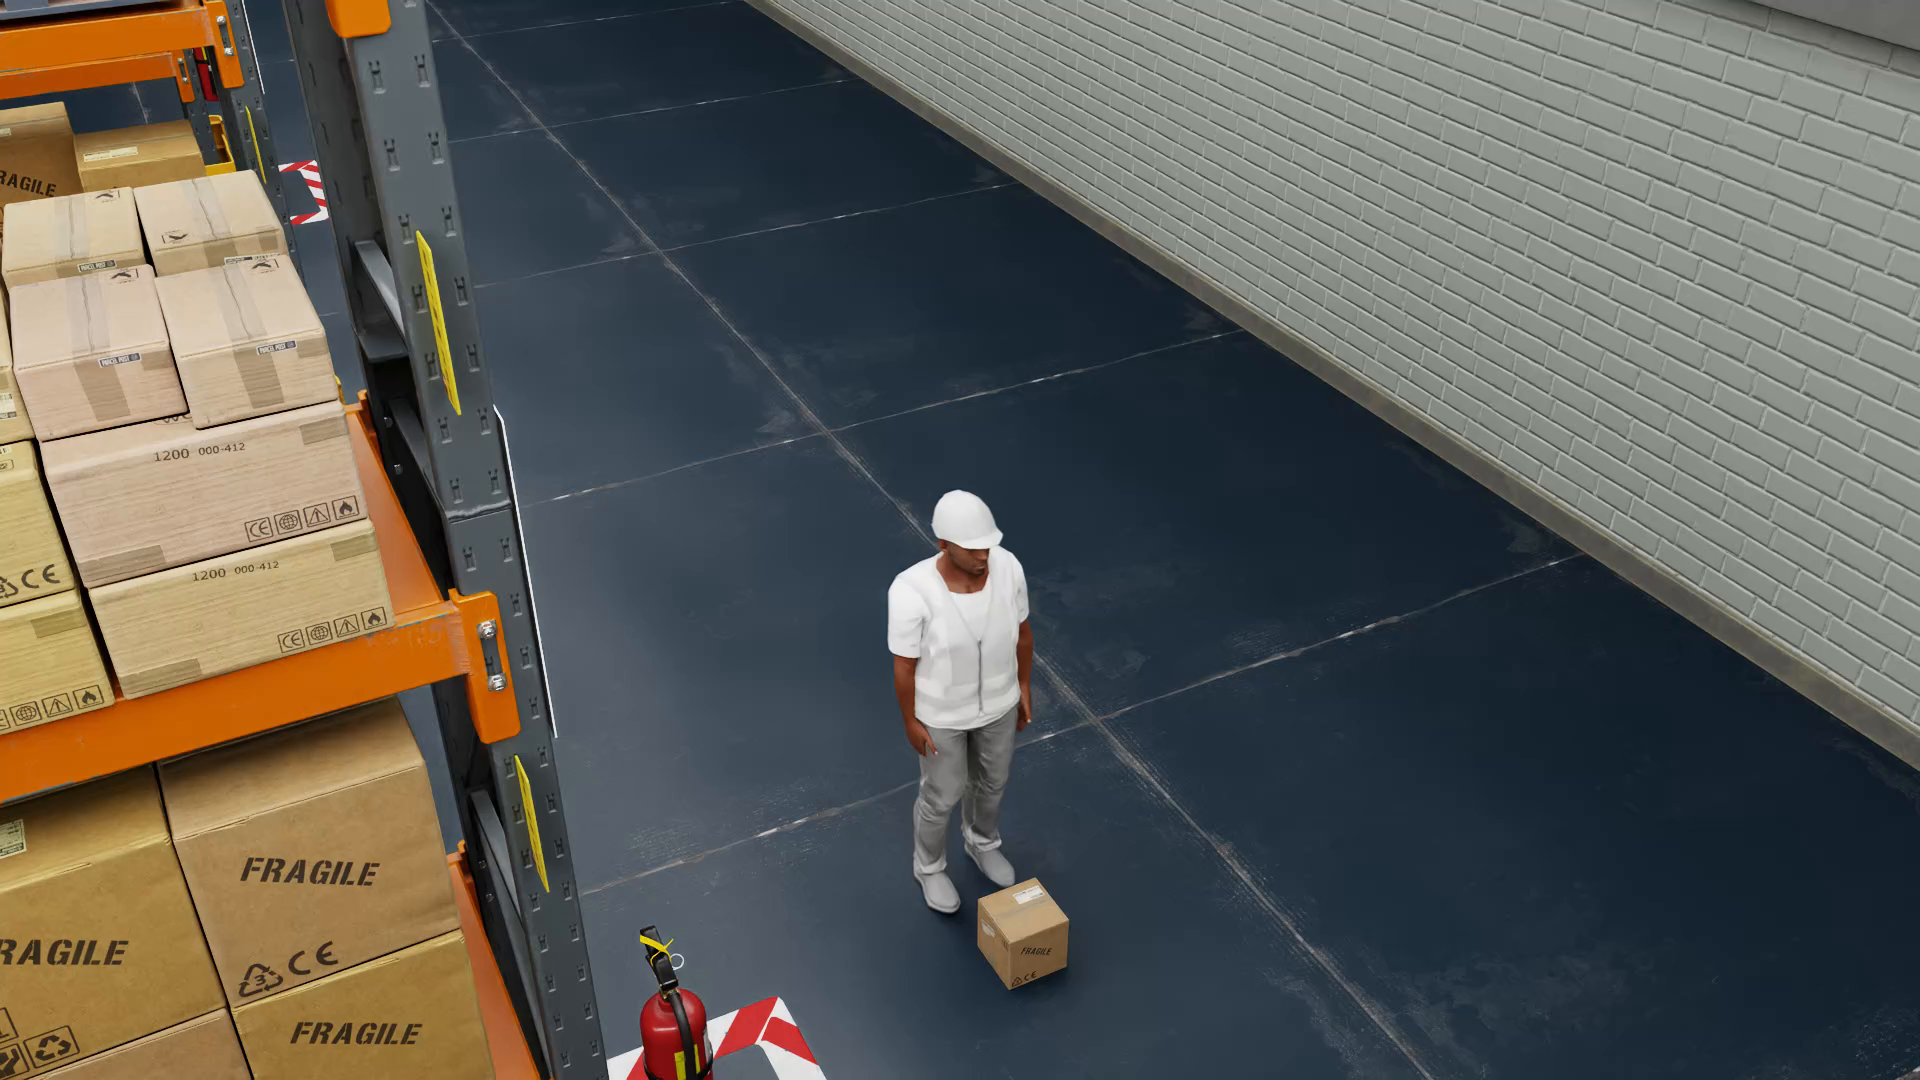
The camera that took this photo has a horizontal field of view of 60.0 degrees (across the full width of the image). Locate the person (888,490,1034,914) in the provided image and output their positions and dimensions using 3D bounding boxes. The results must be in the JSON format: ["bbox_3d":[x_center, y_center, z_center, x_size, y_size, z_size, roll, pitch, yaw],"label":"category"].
[{"bbox_3d":[0.025,0.614,6.191,0.564,1.786,0.371,-15,36,-22],"label":"person"}]
